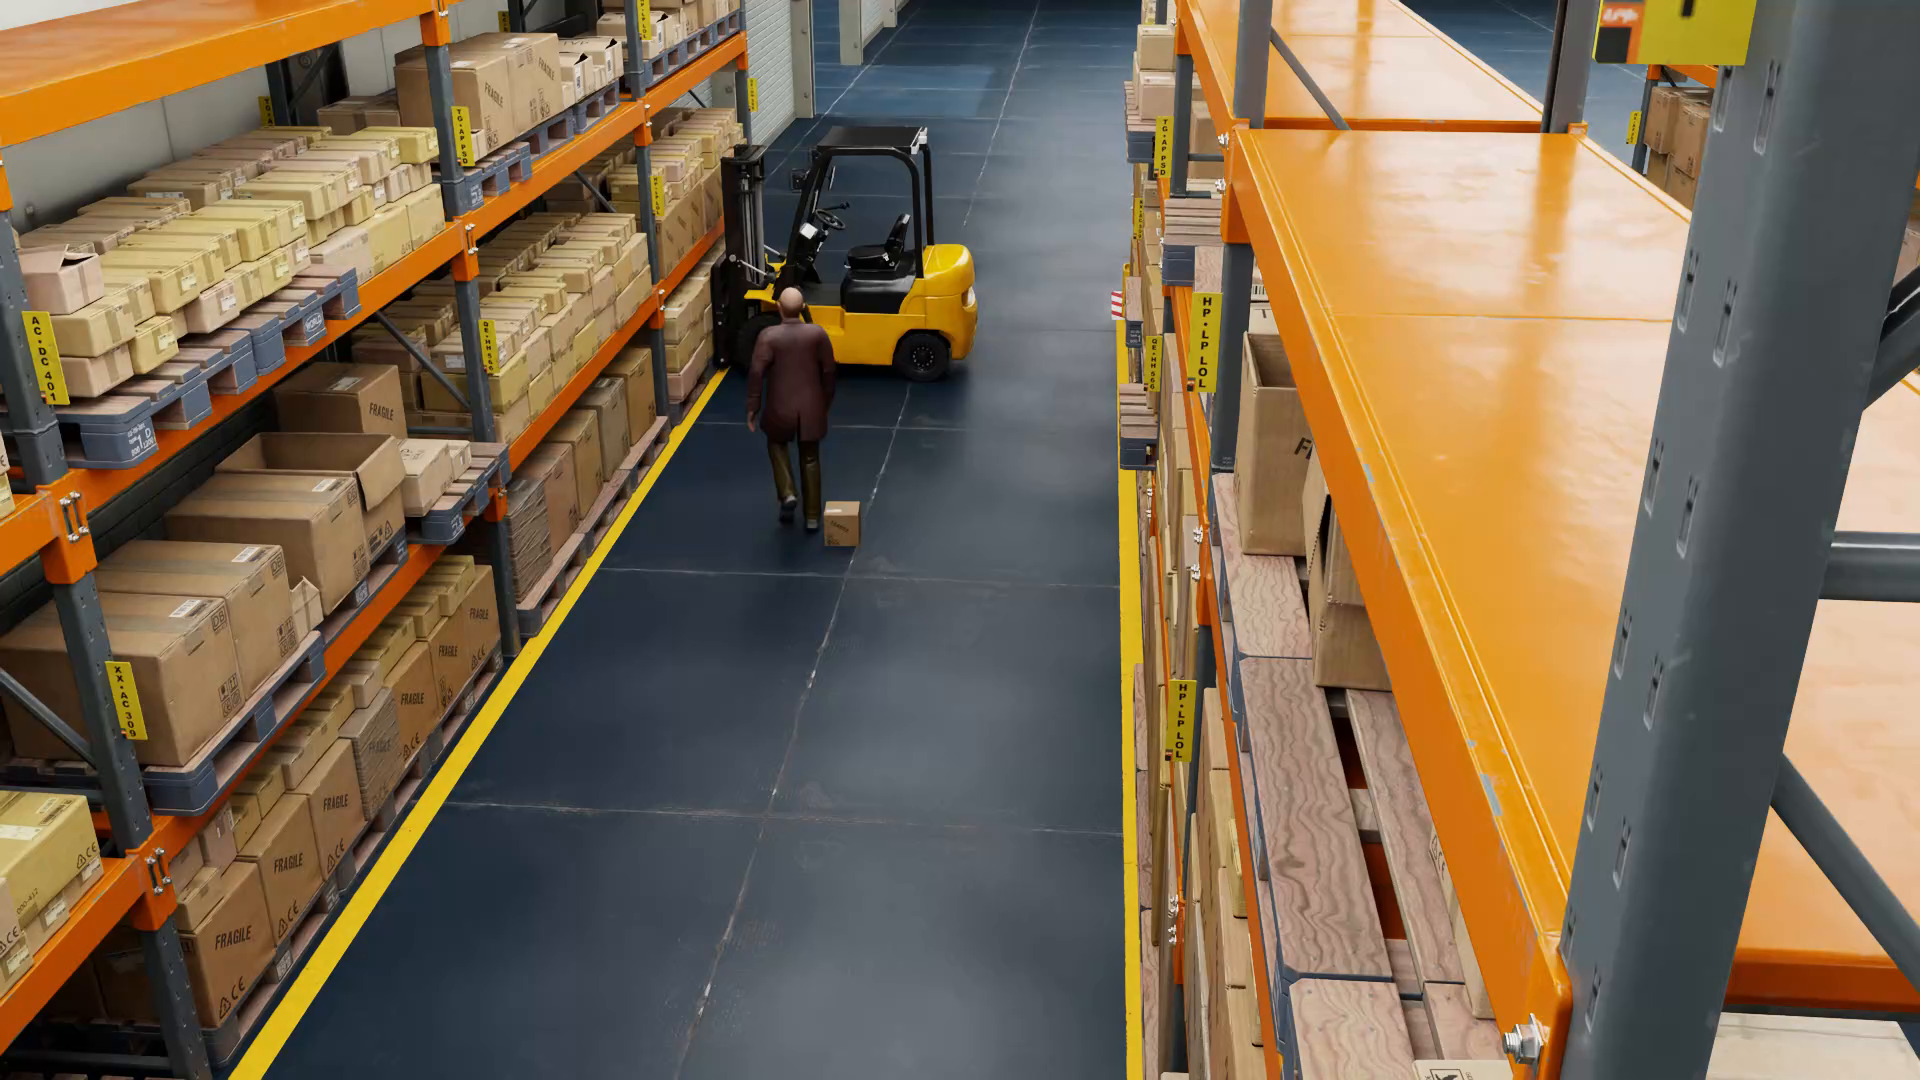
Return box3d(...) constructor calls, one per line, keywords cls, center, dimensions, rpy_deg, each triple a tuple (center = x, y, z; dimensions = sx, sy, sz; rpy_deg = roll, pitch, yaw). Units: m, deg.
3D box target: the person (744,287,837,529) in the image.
box3d(cls="person", center=(-1.234, -0.946, 12.146), dimensions=(0.695, 1.814, 0.543), rpy_deg=(-5, 25, -12))
